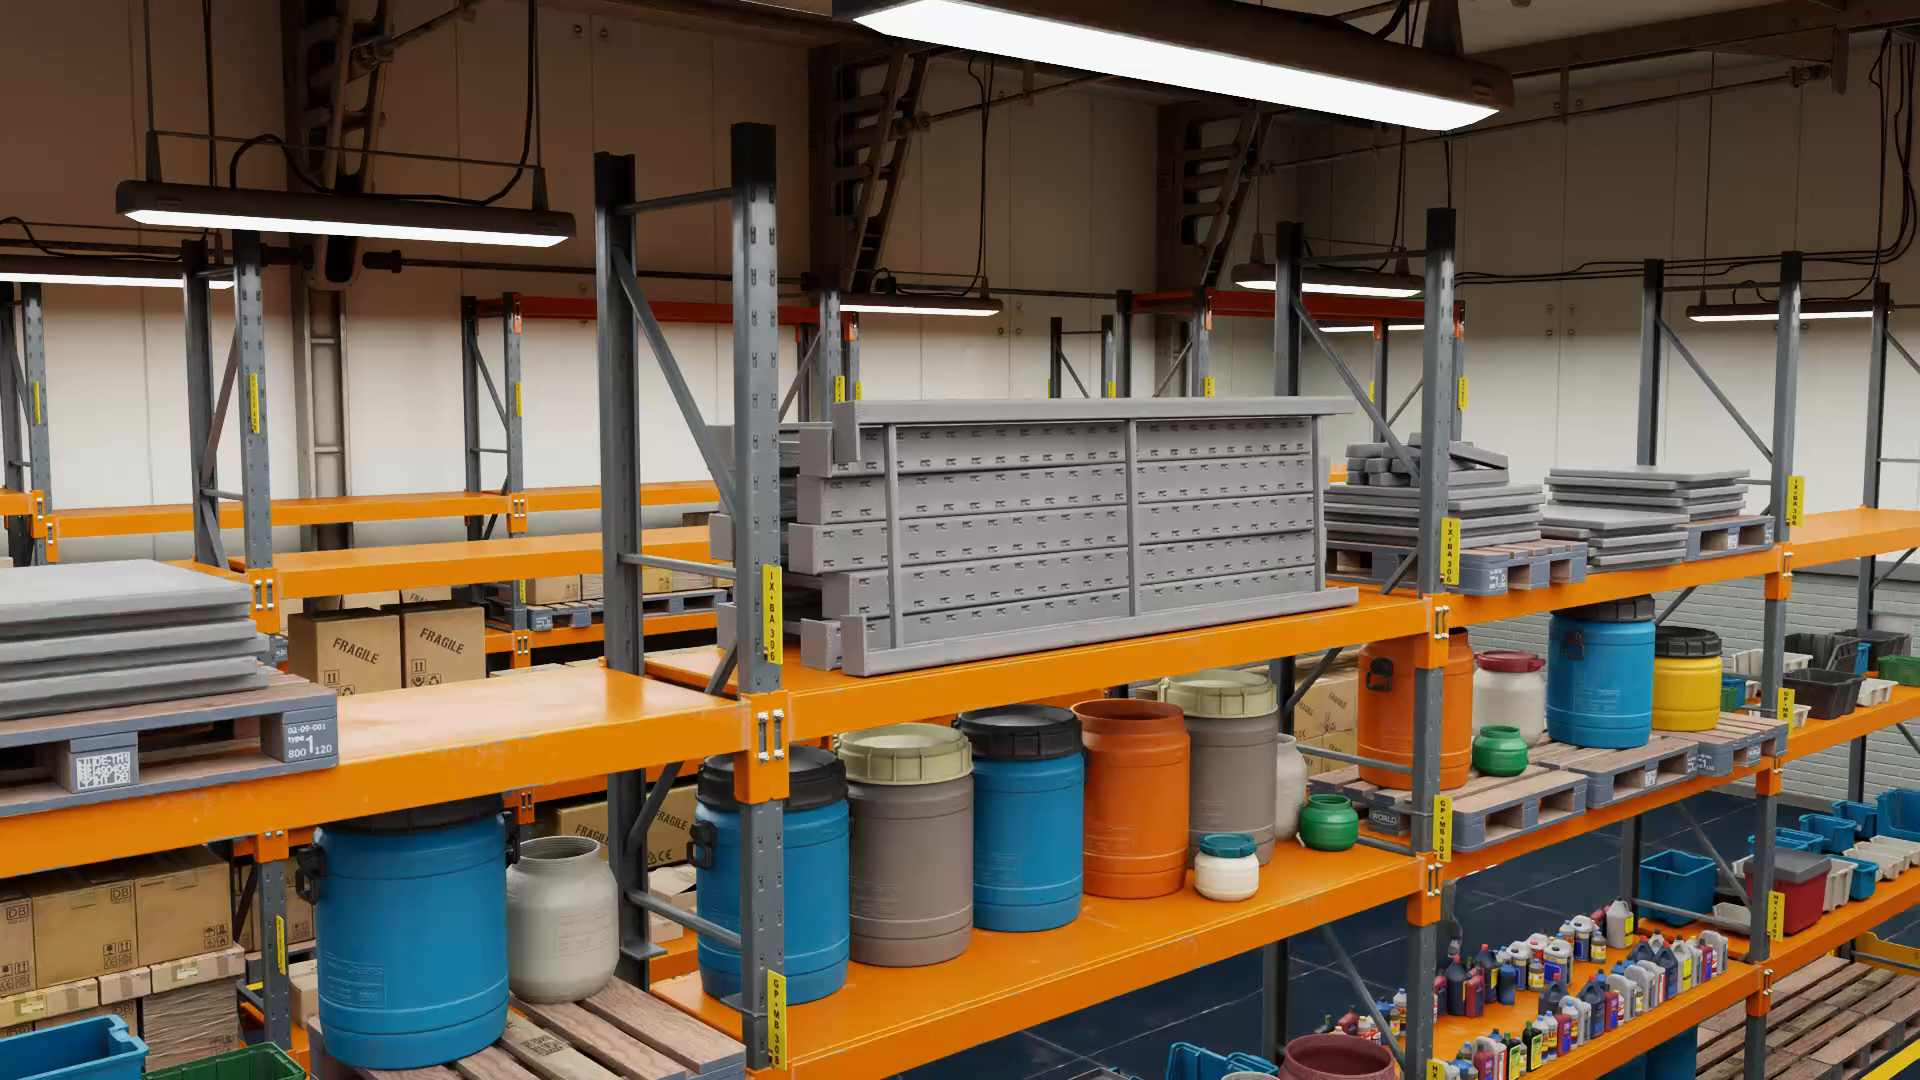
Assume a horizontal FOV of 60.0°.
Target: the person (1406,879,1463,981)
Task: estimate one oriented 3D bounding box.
[{"bbox_3d":[4.144,2.979,14.514,0.536,1.584,0.894,4,7,37],"label":"person"}]
